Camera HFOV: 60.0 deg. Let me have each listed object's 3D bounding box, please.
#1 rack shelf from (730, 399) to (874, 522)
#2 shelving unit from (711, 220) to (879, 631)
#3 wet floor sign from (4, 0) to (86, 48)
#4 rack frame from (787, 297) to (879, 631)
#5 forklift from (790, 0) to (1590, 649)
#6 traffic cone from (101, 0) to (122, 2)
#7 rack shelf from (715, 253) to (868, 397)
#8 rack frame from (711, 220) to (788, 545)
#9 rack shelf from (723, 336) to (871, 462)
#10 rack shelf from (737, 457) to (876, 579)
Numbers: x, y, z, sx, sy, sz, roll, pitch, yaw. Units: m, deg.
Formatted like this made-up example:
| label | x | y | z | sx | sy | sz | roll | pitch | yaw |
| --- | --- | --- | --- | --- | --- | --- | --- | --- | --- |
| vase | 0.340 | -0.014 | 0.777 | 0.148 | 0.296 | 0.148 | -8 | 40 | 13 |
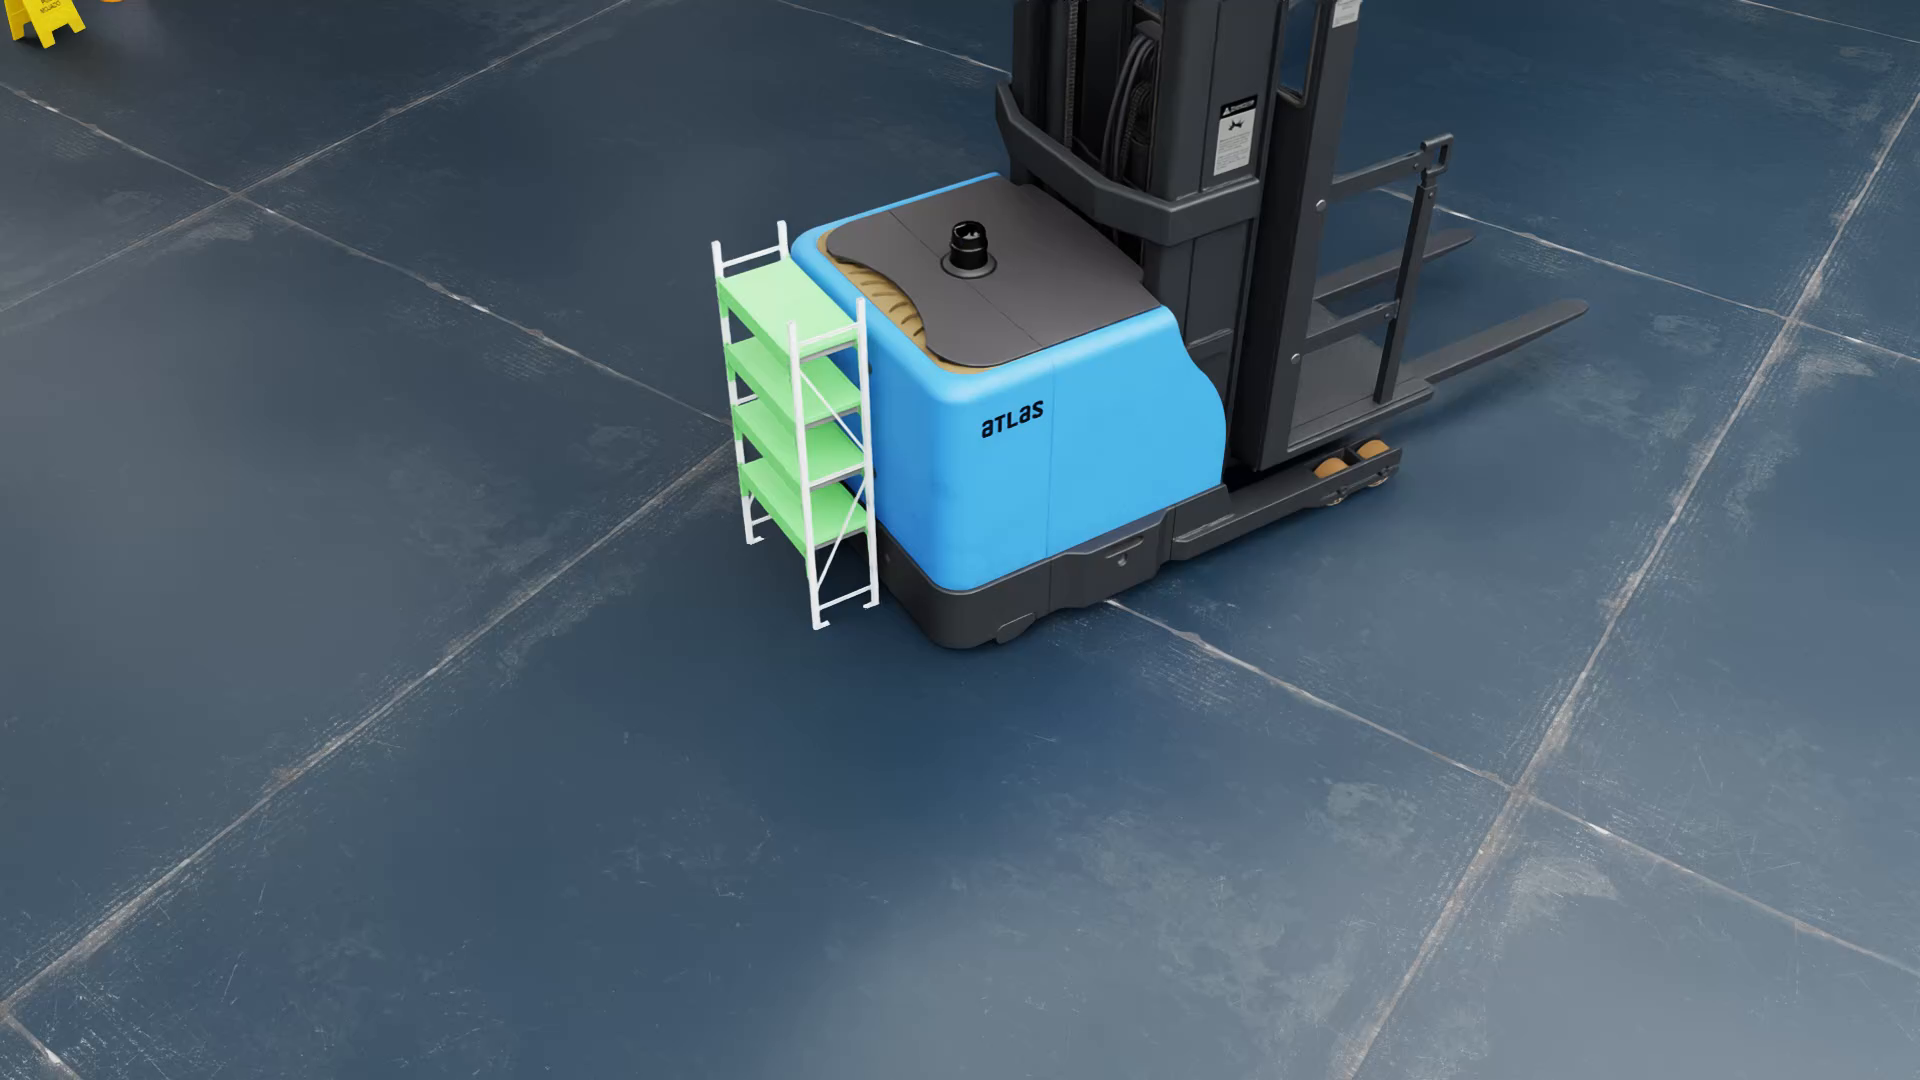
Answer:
| label | x | y | z | sx | sy | sz | roll | pitch | yaw |
| --- | --- | --- | --- | --- | --- | --- | --- | --- | --- |
| rack shelf | -0.503 | -0.288 | 5.268 | 0.258 | 0.148 | 0.480 | -22 | 46 | -23 |
| shelving unit | -0.503 | -0.336 | 5.225 | 0.258 | 1.200 | 0.503 | -22 | 46 | -23 |
| wet floor sign | -4.768 | -2.889 | 8.495 | 0.232 | 0.644 | 0.267 | 17 | 45 | 18 |
| rack frame | -0.375 | -0.197 | 5.070 | 0.240 | 1.200 | 0.015 | -22 | 46 | -23 |
| forklift | 0.976 | -1.494 | 5.222 | 3.031 | 2.935 | 1.130 | -22 | 46 | -23 |
| traffic cone | -4.621 | -3.216 | 8.997 | 0.334 | 0.463 | 0.336 | 25 | 48 | 25 |
| rack shelf | -0.504 | -0.646 | 4.947 | 0.258 | 0.148 | 0.480 | -22 | 46 | -23 |
| rack frame | -0.632 | -0.474 | 5.380 | 0.240 | 1.200 | 0.015 | -22 | 46 | -23 |
| rack shelf | -0.504 | -0.467 | 5.108 | 0.258 | 0.148 | 0.480 | -22 | 46 | -23 |
| rack shelf | -0.503 | -0.110 | 5.428 | 0.258 | 0.148 | 0.480 | -22 | 46 | -23 |
